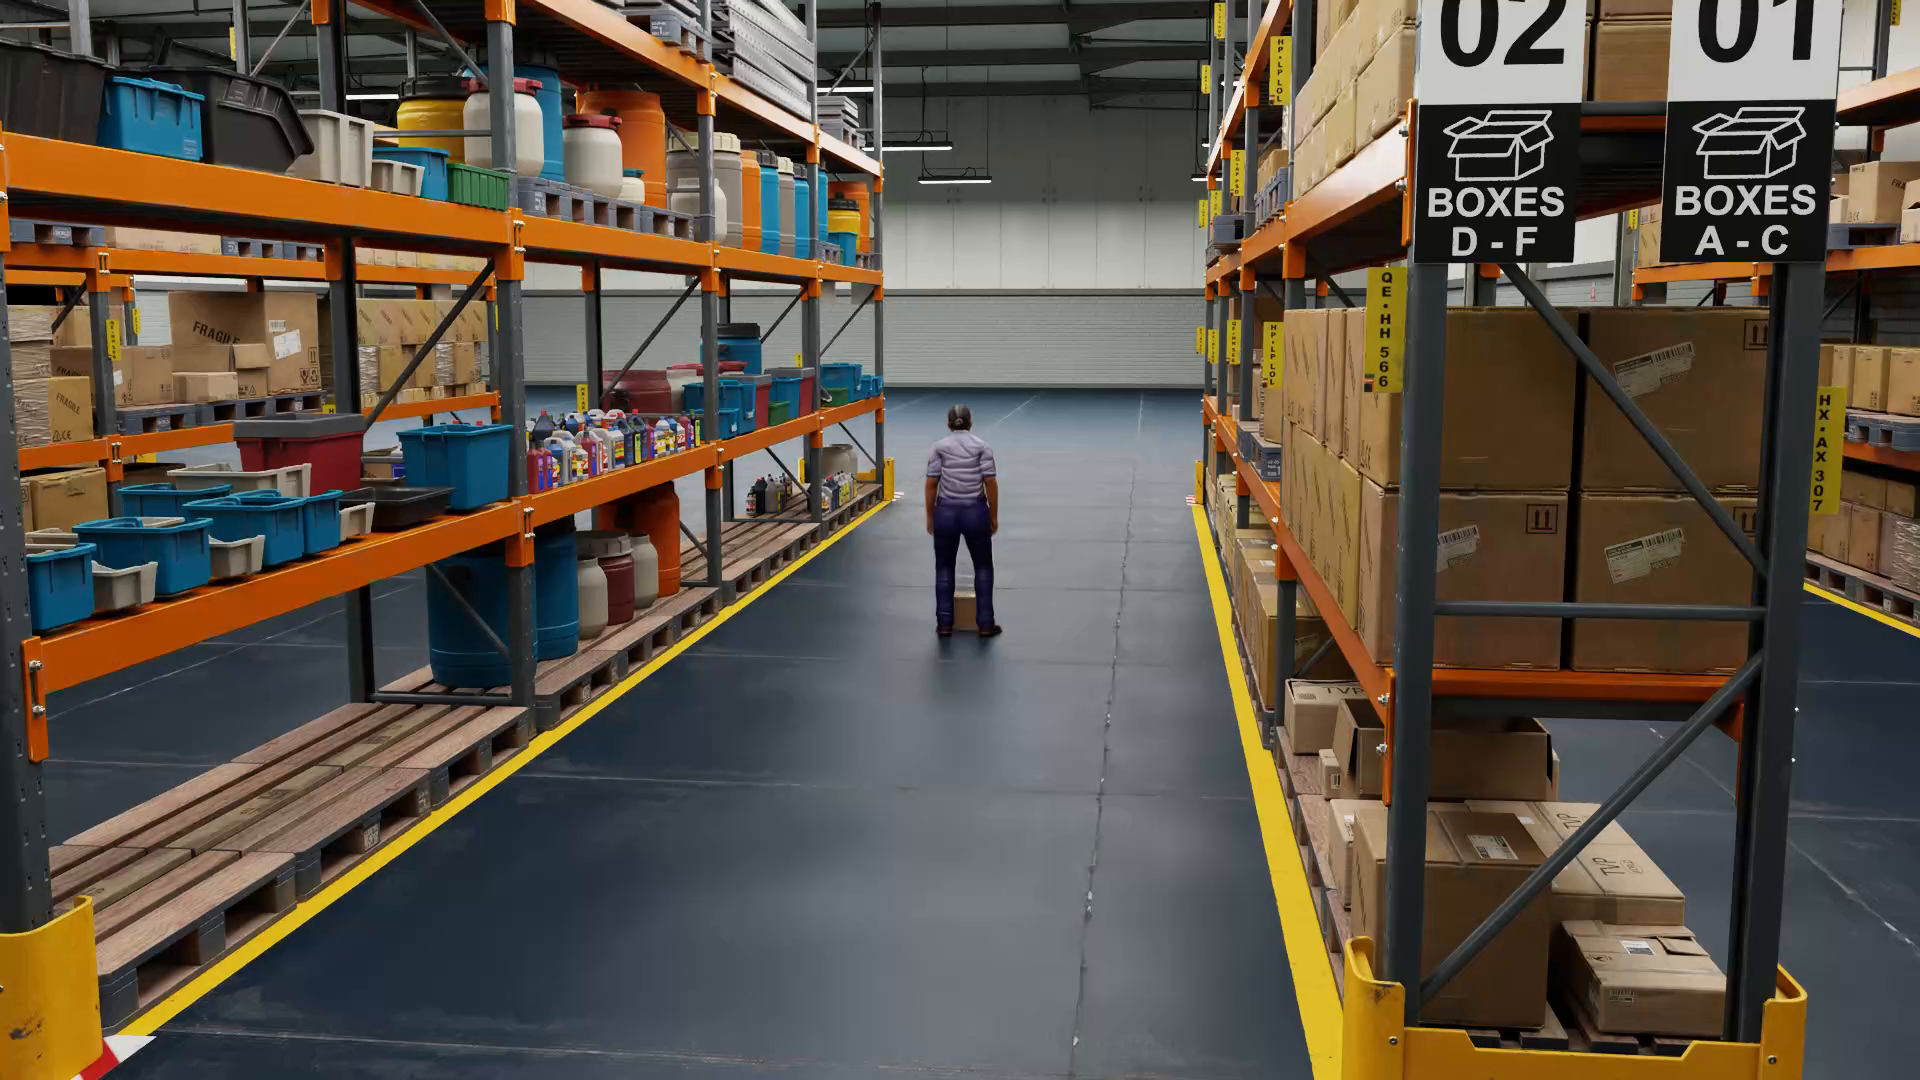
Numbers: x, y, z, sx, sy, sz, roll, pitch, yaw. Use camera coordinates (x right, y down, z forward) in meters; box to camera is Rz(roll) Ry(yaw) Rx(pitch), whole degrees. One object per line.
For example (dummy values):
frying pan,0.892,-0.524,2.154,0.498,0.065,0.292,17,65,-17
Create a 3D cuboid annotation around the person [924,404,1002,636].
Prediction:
person,0.025,-0.140,11.868,0.548,1.650,0.374,0,8,4
